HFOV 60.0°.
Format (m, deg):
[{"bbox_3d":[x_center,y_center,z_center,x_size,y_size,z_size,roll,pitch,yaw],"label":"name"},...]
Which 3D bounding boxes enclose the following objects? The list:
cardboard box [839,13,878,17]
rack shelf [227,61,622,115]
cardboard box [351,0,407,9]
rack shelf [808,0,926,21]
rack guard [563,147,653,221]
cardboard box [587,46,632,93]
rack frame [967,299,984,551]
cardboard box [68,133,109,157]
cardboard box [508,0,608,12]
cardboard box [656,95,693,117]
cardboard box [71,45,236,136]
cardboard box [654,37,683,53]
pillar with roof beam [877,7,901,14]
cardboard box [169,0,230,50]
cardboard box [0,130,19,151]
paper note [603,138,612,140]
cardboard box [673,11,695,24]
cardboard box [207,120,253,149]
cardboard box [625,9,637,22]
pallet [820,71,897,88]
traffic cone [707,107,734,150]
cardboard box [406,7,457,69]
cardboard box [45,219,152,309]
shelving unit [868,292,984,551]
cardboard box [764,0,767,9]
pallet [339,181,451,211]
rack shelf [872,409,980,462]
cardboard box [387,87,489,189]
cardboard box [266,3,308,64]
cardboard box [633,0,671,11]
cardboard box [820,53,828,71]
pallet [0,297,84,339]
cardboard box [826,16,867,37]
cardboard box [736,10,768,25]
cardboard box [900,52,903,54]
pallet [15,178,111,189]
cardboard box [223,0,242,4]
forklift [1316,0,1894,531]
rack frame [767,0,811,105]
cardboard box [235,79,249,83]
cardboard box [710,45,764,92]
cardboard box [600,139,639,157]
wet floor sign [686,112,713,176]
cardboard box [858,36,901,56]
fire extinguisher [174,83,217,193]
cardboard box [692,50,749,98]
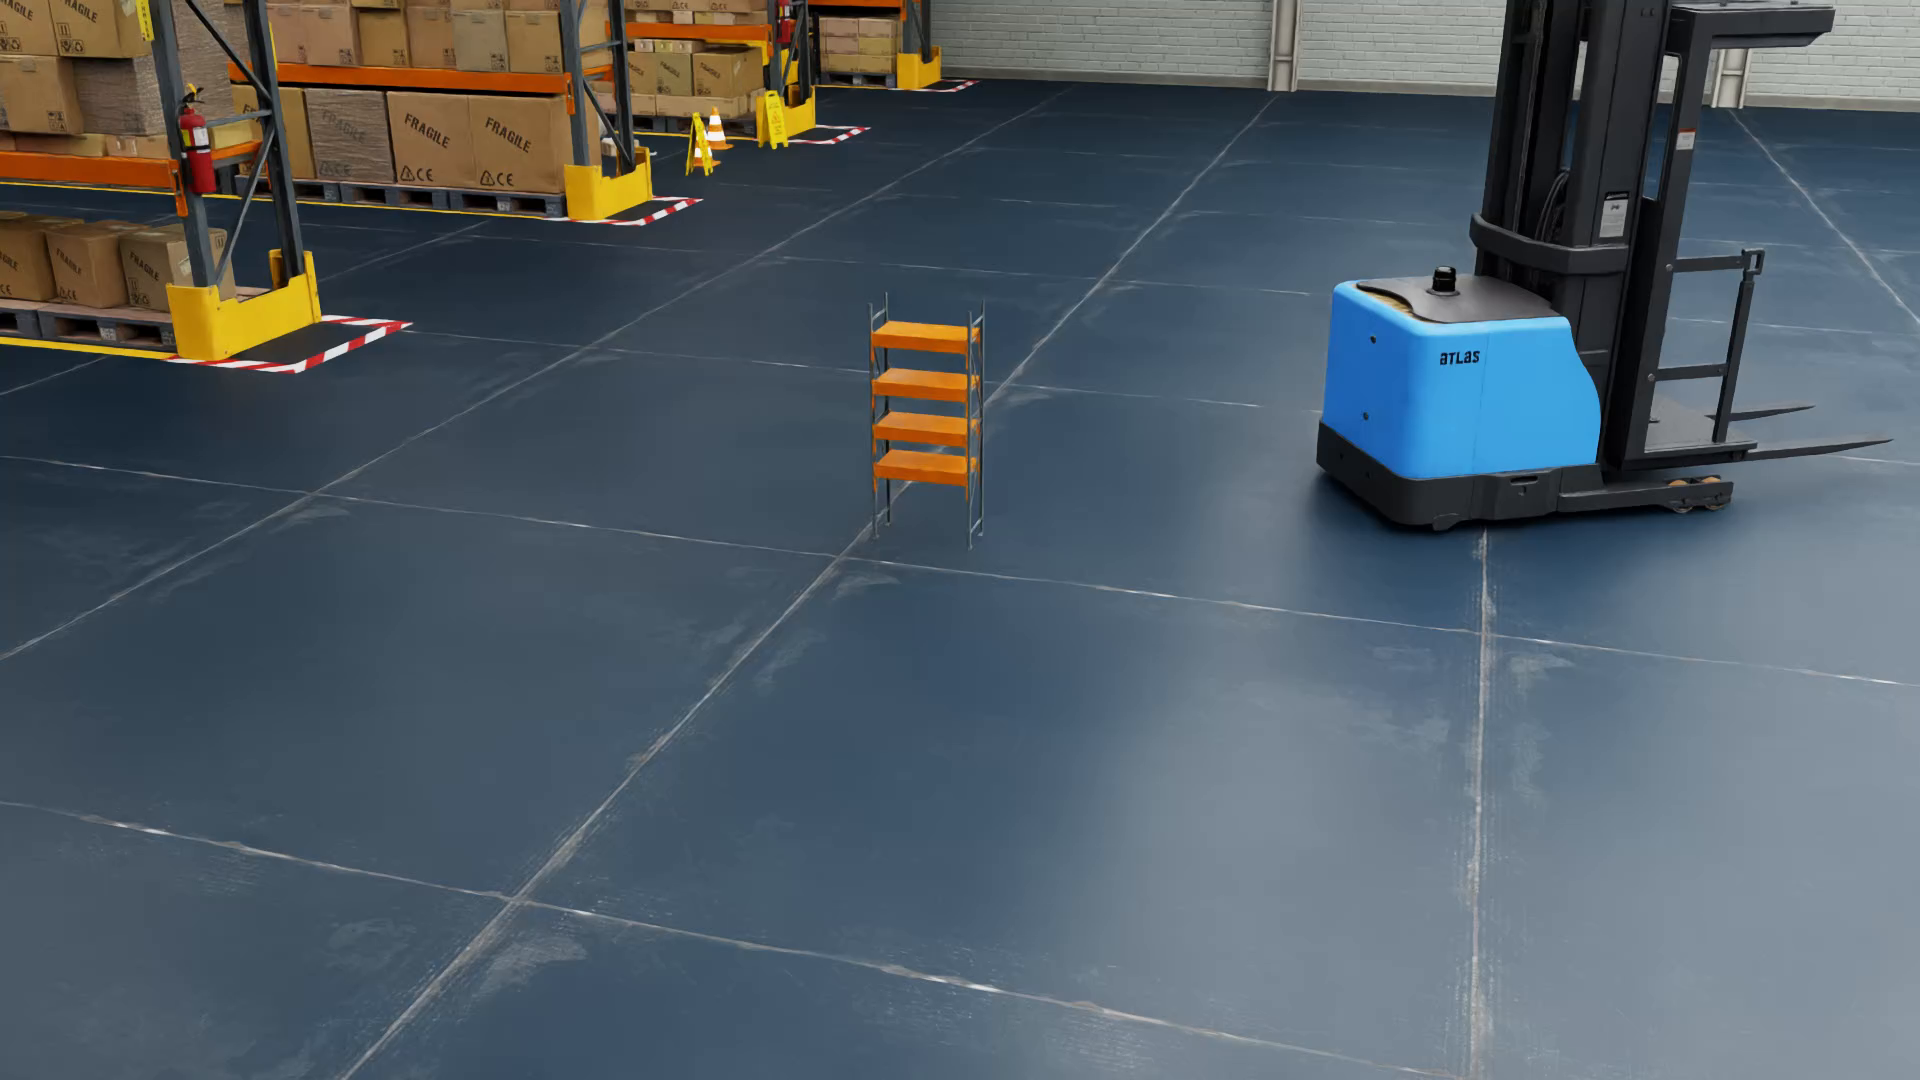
[{"bbox_3d":[-1.518,-7.774,25.023,0.500,0.250,0.500,7,23,16],"label":"cardboard box"},{"bbox_3d":[-5.311,-4.488,16.206,4.000,0.370,1.077,7,23,16],"label":"rack shelf"},{"bbox_3d":[-5.336,-5.373,15.797,0.500,0.550,0.875,7,23,16],"label":"cardboard box"},{"bbox_3d":[-2.548,-8.101,25.015,4.000,0.370,1.077,7,23,16],"label":"rack shelf"},{"bbox_3d":[-3.373,-3.442,16.003,0.348,0.500,1.175,7,23,16],"label":"rack guard"},{"bbox_3d":[-4.394,-5.844,20.646,0.500,0.500,0.500,8,24,18],"label":"cardboard box"},{"bbox_3d":[0.075,-0.547,8.021,0.015,1.200,0.240,7,23,16],"label":"rack frame"},{"bbox_3d":[-5.752,-2.687,11.198,0.250,0.149,0.380,7,23,16],"label":"cardboard box"},{"bbox_3d":[-3.740,-5.225,15.435,0.550,0.550,0.875,7,23,16],"label":"cardboard box"},{"bbox_3d":[-3.409,-5.384,20.512,0.500,0.250,0.500,7,23,16],"label":"cardboard box"},{"bbox_3d":[-5.445,-3.064,11.264,0.500,0.500,0.875,7,23,16],"label":"cardboard box"},{"bbox_3d":[-3.516,-6.018,20.215,0.250,0.149,0.380,7,23,16],"label":"cardboard box"},{"bbox_3d":[-2.283,-9.830,20.377,0.400,9.000,9.100,7,23,16],"label":"pillar with roof beam"},{"bbox_3d":[-5.374,-3.616,11.292,0.500,0.500,0.500,7,23,16],"label":"cardboard box"},{"bbox_3d":[-6.460,-2.781,11.429,0.250,0.149,0.380,7,23,16],"label":"cardboard box"},{"bbox_3d":[-4.220,-4.834,20.015,0.148,0.019,0.142,-1,22,-3],"label":"paper note"},{"bbox_3d":[-3.252,-6.298,20.003,0.250,0.149,0.380,7,23,16],"label":"cardboard box"},{"bbox_3d":[-5.130,-2.812,11.504,0.250,0.149,0.380,7,23,16],"label":"cardboard box"},{"bbox_3d":[-3.941,-6.433,20.330,0.250,0.149,0.380,7,23,16],"label":"cardboard box"},{"bbox_3d":[-1.377,-6.993,25.040,1.213,0.211,1.003,7,23,16],"label":"pallet"},{"bbox_3d":[-2.848,-4.816,19.400,0.334,0.463,0.336,7,23,16],"label":"traffic cone"},{"bbox_3d":[-4.797,-4.854,15.954,0.550,0.550,0.875,7,23,16],"label":"cardboard box"},{"bbox_3d":[-6.101,-1.976,11.874,0.500,0.500,0.500,13,26,29],"label":"cardboard box"},{"bbox_3d":[-0.158,-0.573,8.087,0.503,1.200,0.258,7,23,16],"label":"shelving unit"},{"bbox_3d":[-2.437,-6.747,20.243,0.500,0.500,0.500,6,23,15],"label":"cardboard box"},{"bbox_3d":[-5.349,-3.505,16.536,1.213,0.211,1.003,7,23,15],"label":"pallet"},{"bbox_3d":[-0.158,-0.511,8.112,0.480,0.148,0.258,7,23,16],"label":"rack shelf"},{"bbox_3d":[-4.908,-3.959,16.214,0.875,0.875,0.875,6,23,15],"label":"cardboard box"},{"bbox_3d":[-6.336,-5.021,16.360,0.550,0.550,0.875,7,23,16],"label":"cardboard box"},{"bbox_3d":[-3.619,-6.667,20.047,0.500,0.500,0.500,6,23,15],"label":"cardboard box"},{"bbox_3d":[-2.124,-7.190,24.915,0.500,0.250,0.500,7,23,16],"label":"cardboard box"},{"bbox_3d":[-6.930,-1.765,12.294,1.213,0.211,1.003,7,23,16],"label":"pallet"},{"bbox_3d":[-1.655,-7.590,24.574,0.500,0.250,0.500,7,23,16],"label":"cardboard box"},{"bbox_3d":[-2.483,-6.258,19.905,0.250,0.149,0.380,7,23,17],"label":"cardboard box"},{"bbox_3d":[-1.047,-7.262,25.091,0.500,0.250,0.500,7,23,16],"label":"cardboard box"},{"bbox_3d":[-9.158,-3.940,17.597,1.213,0.211,1.003,7,23,16],"label":"pallet"},{"bbox_3d":[-6.883,-5.556,16.241,0.550,0.550,0.875,7,23,16],"label":"cardboard box"},{"bbox_3d":[3.525,-1.685,8.517,3.031,2.935,1.130,-5,23,-13],"label":"forklift"},{"bbox_3d":[-2.063,-6.411,19.946,0.127,3.000,1.000,7,23,16],"label":"rack frame"},{"bbox_3d":[-9.184,-6.201,22.344,0.625,0.372,0.950,5,23,12],"label":"cardboard box"},{"bbox_3d":[-2.779,-5.871,20.713,0.500,0.500,0.500,6,23,14],"label":"cardboard box"},{"bbox_3d":[-3.901,-4.502,19.048,0.380,0.149,0.250,-20,29,-39],"label":"cardboard box"},{"bbox_3d":[-2.797,-4.228,17.728,0.232,0.644,0.267,3,22,6],"label":"wet floor sign"},{"bbox_3d":[-1.189,-7.308,24.544,0.500,0.250,0.500,6,23,15],"label":"cardboard box"},{"bbox_3d":[-4.949,-2.595,10.745,0.183,0.674,0.296,7,23,16],"label":"fire extinguisher"},{"bbox_3d":[-2.906,-5.673,20.229,0.500,0.500,0.500,7,23,16],"label":"cardboard box"}]
